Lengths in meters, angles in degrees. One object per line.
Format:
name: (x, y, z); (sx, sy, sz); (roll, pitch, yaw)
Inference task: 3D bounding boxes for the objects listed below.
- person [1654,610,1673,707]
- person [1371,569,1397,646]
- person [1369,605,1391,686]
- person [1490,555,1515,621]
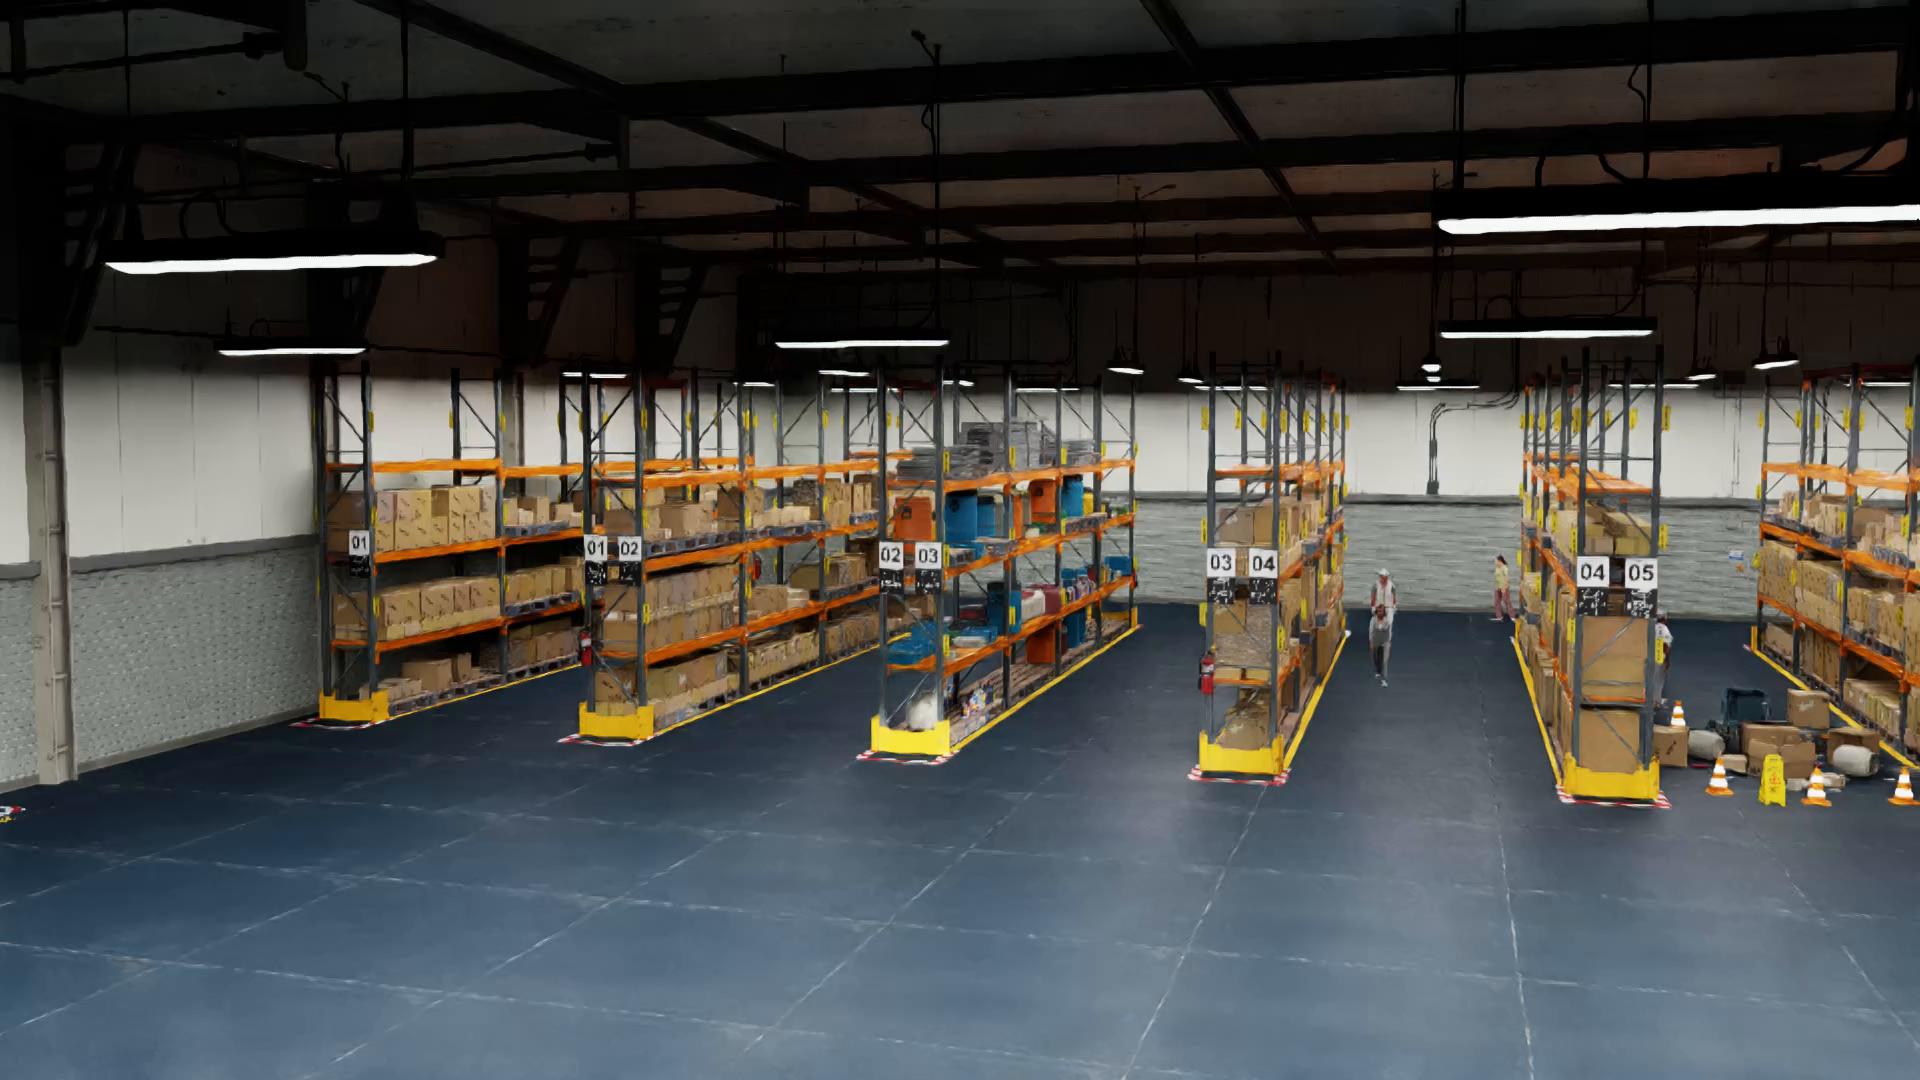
person: (12.323, 2.066, 29.197); (0.440, 1.683, 0.550); (-1, 4, -8)
person: (9.440, 1.486, 37.065); (0.546, 1.709, 1.123); (1, 4, 18)
person: (7.966, 1.976, 31.562); (0.417, 1.517, 1.037); (1, 4, 18)
person: (13.610, 1.206, 41.597); (0.612, 1.662, 0.500); (-1, 4, -18)
